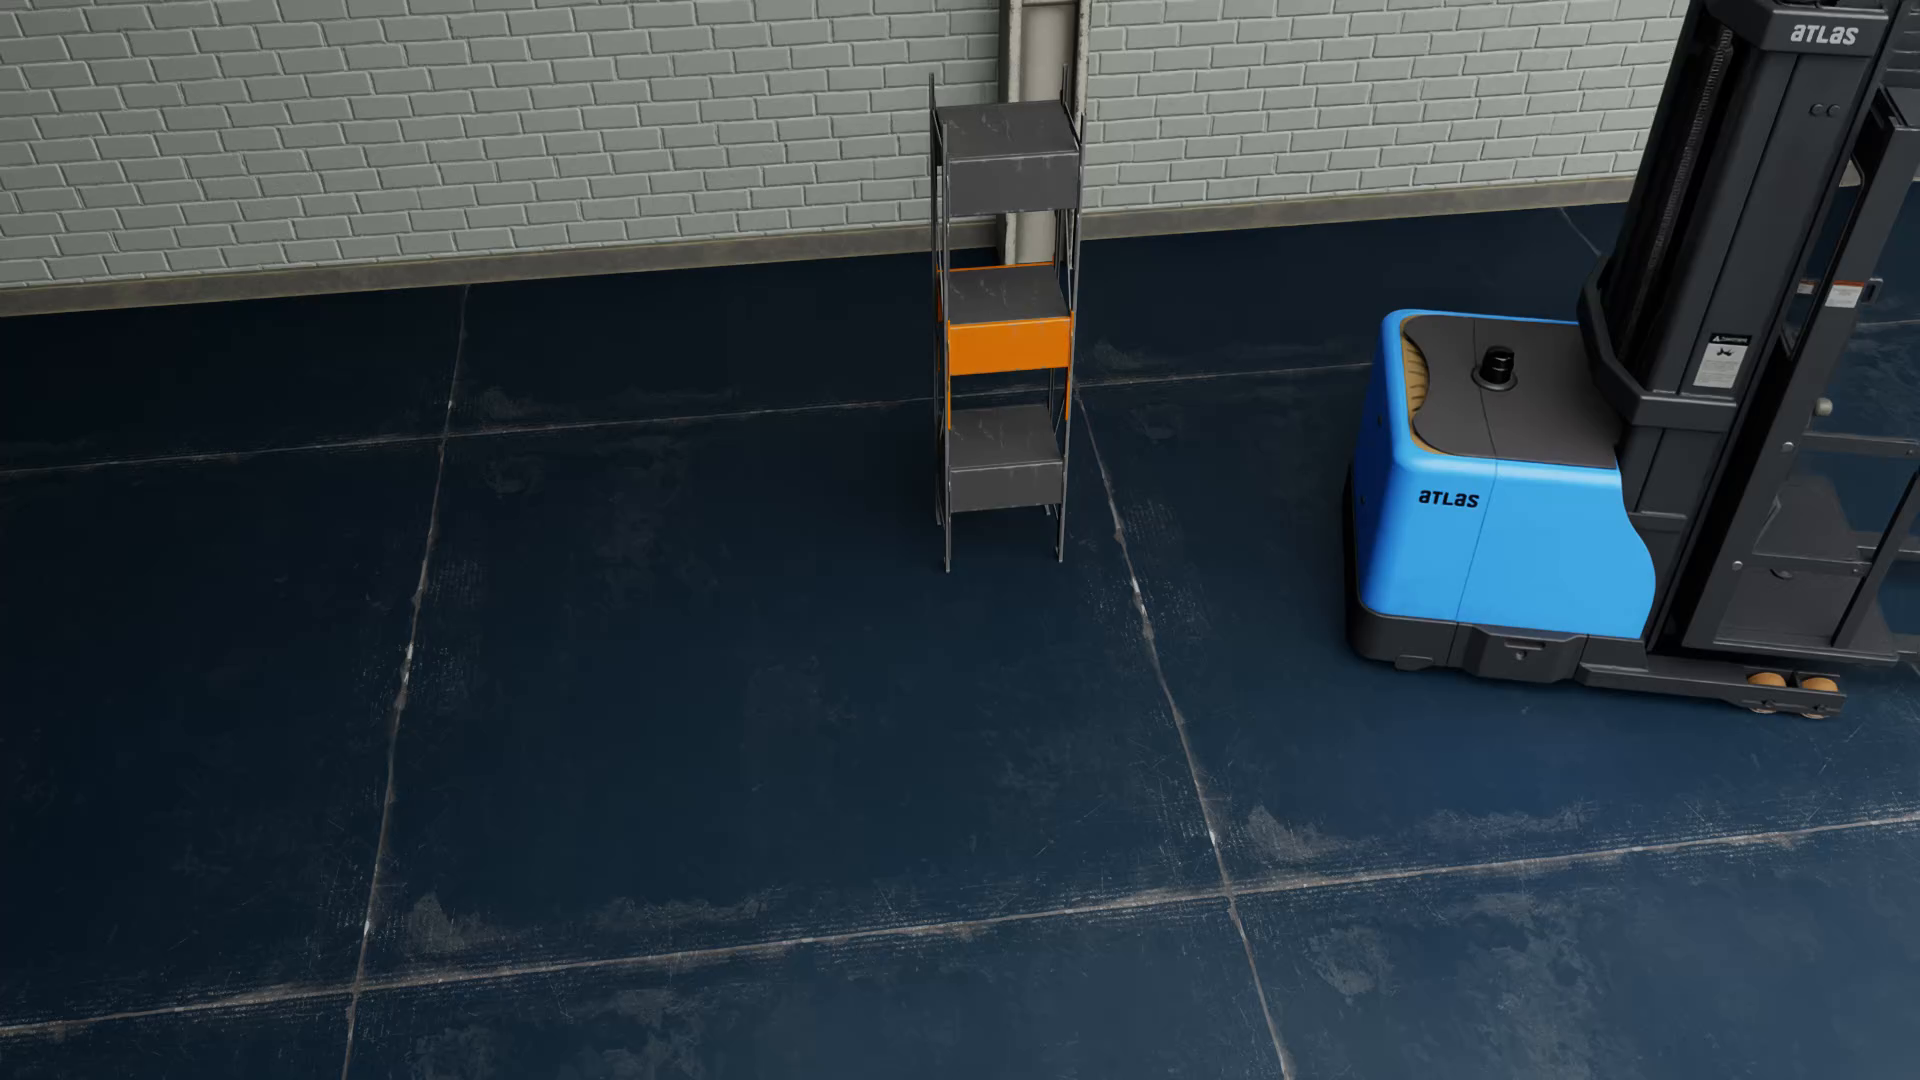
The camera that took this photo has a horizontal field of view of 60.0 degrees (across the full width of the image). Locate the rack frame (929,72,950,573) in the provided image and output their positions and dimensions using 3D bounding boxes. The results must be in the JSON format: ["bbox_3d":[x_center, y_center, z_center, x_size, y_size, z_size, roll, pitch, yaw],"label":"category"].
[{"bbox_3d":[-0.078,-0.773,6.539,0.015,2.100,0.400,-5,42,-6],"label":"rack frame"}]

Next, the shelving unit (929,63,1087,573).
[{"bbox_3d":[0.164,-0.794,6.563,0.503,2.100,0.431,-5,42,-6],"label":"shelving unit"}]

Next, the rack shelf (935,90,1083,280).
[{"bbox_3d":[0.164,-1.304,6.103,0.480,0.518,0.431,-5,42,-6],"label":"rack shelf"}]

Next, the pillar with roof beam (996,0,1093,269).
[{"bbox_3d":[0.968,-2.013,2.763,0.400,9.000,9.100,-5,42,-6],"label":"pillar with roof beam"}]

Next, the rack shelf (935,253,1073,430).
[{"bbox_3d":[0.164,-0.784,6.572,0.480,0.518,0.431,-5,42,-6],"label":"rack shelf"}]

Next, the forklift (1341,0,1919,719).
[{"bbox_3d":[3.121,-0.775,5.921,3.031,2.935,1.130,5,42,6],"label":"forklift"}]

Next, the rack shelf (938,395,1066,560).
[{"bbox_3d":[0.164,-0.264,7.041,0.480,0.518,0.431,-5,42,-6],"label":"rack shelf"}]

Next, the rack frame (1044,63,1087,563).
[{"bbox_3d":[0.406,-0.815,6.586,0.015,2.100,0.400,-5,42,-6],"label":"rack frame"}]
